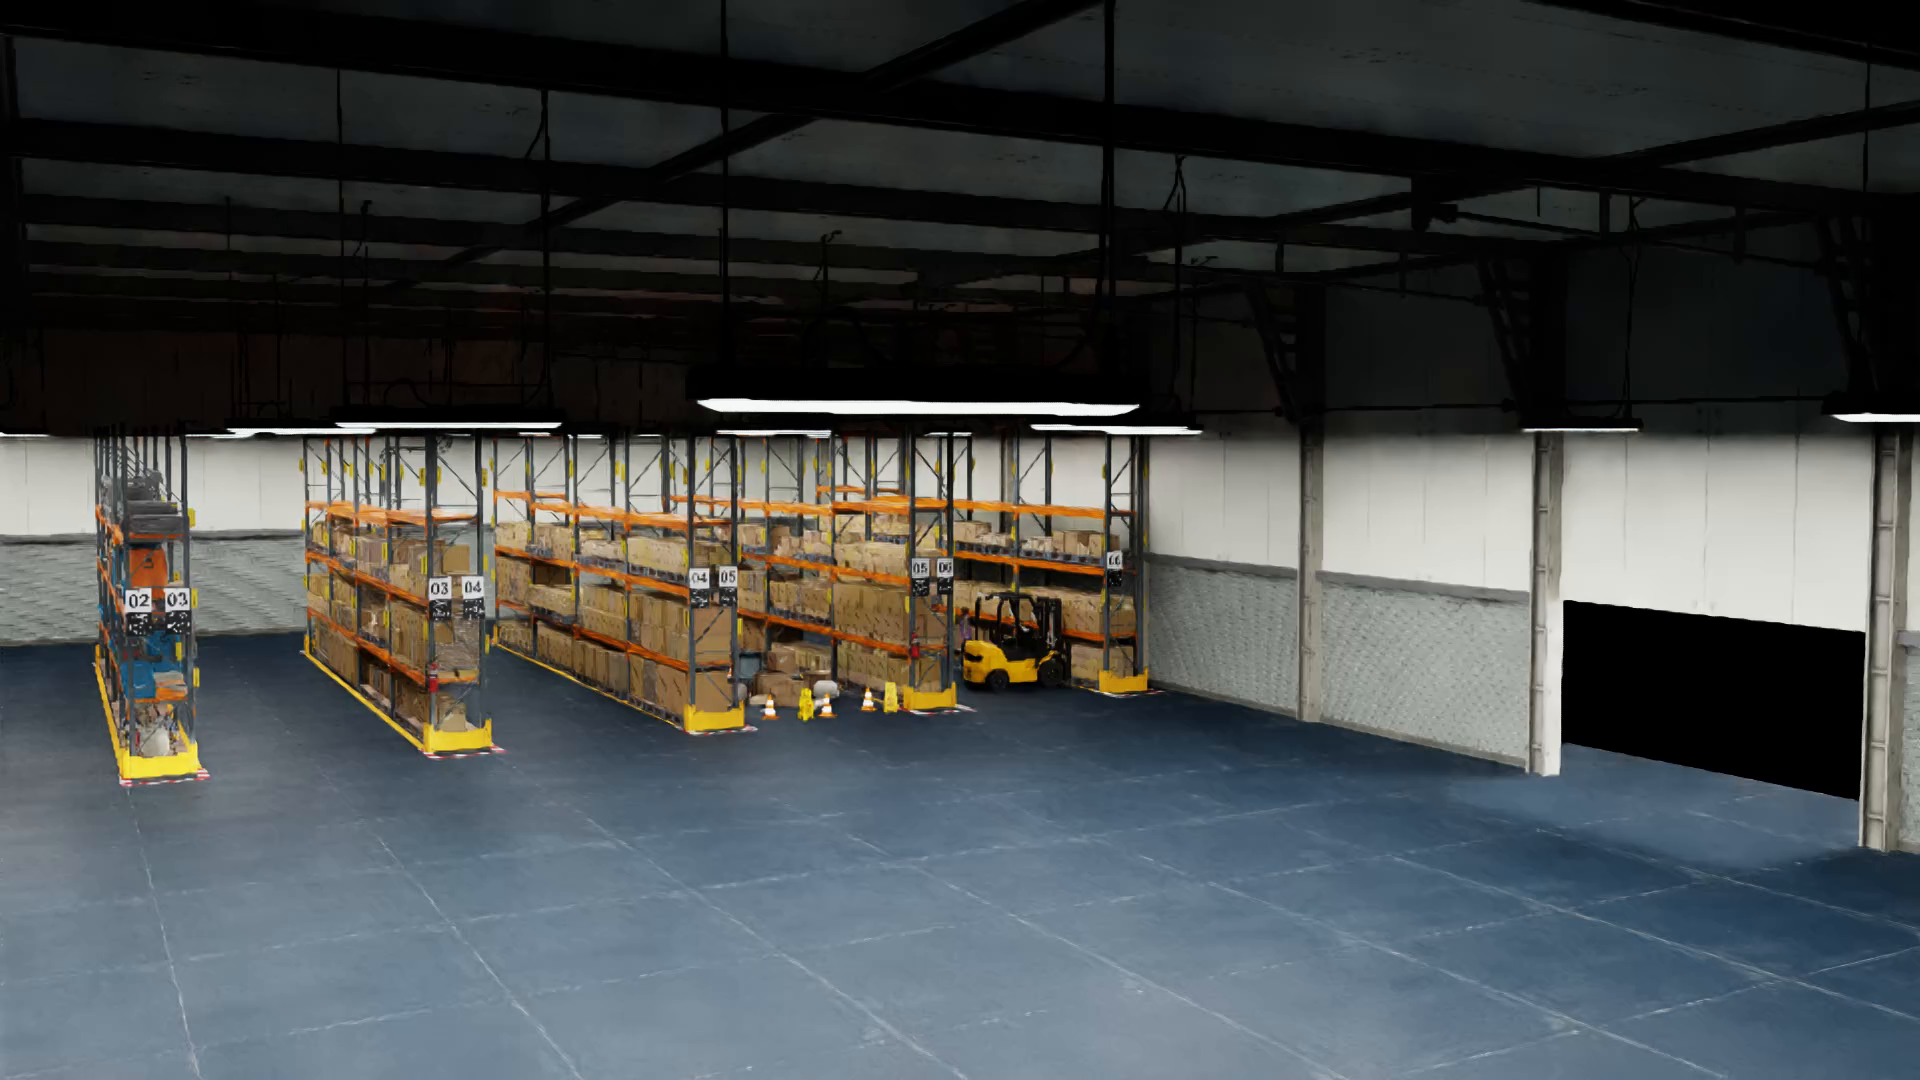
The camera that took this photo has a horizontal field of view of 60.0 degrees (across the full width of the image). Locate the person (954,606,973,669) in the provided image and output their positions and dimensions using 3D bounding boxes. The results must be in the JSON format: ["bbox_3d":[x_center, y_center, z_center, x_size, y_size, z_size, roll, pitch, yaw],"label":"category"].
[{"bbox_3d":[0.124,2.421,41.151,0.534,1.589,0.522,0,3,-2],"label":"person"}]

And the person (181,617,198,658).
[{"bbox_3d":[-20.243,2.213,43.461,0.531,1.729,0.737,-2,4,-31],"label":"person"}]
